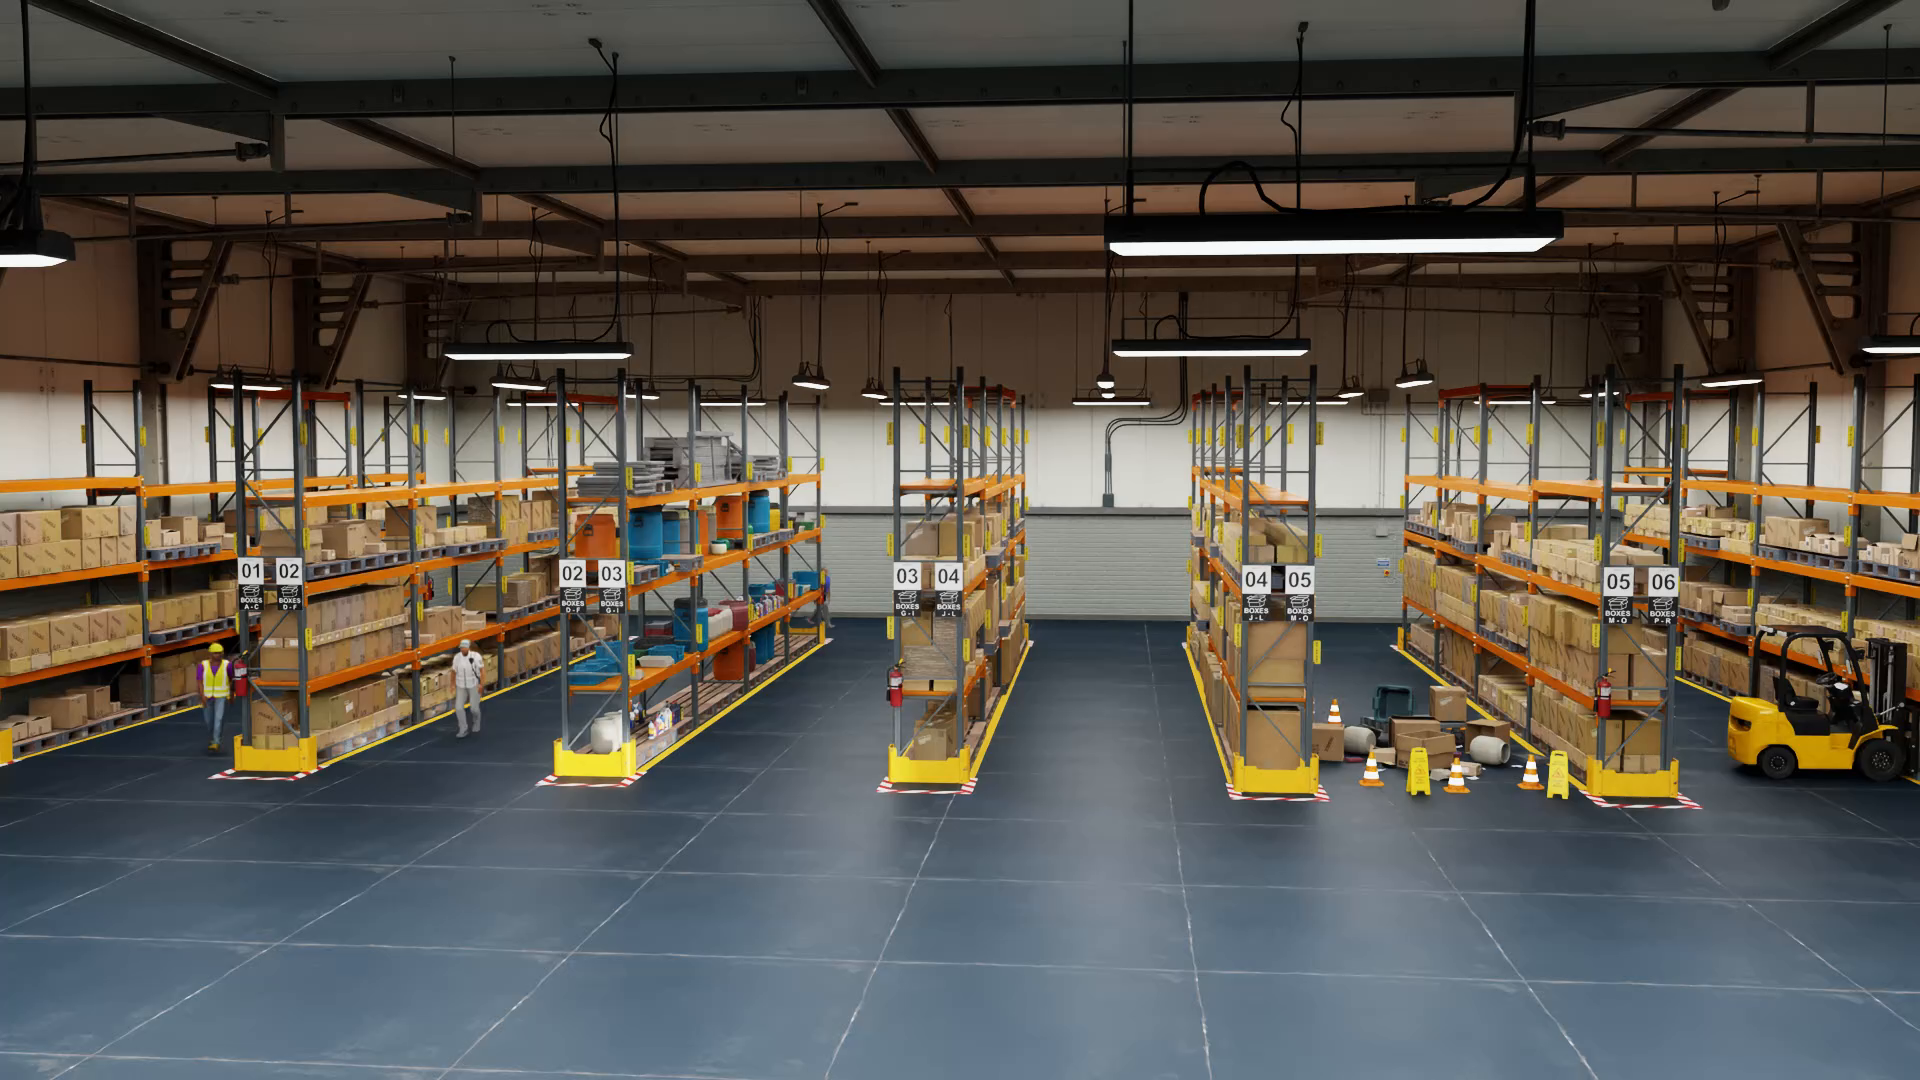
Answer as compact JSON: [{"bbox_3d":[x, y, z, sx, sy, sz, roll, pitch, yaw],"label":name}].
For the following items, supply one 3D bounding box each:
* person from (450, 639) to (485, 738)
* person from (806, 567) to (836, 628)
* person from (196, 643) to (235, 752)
[{"bbox_3d":[-8.250,2.461,27.900,0.571,1.647,0.592,0,4,1],"label":"person"},{"bbox_3d":[-3.632,1.490,43.561,1.031,1.600,0.440,2,4,29],"label":"person"},{"bbox_3d":[-11.902,2.499,26.543,0.547,1.690,1.105,-1,4,-13],"label":"person"}]
